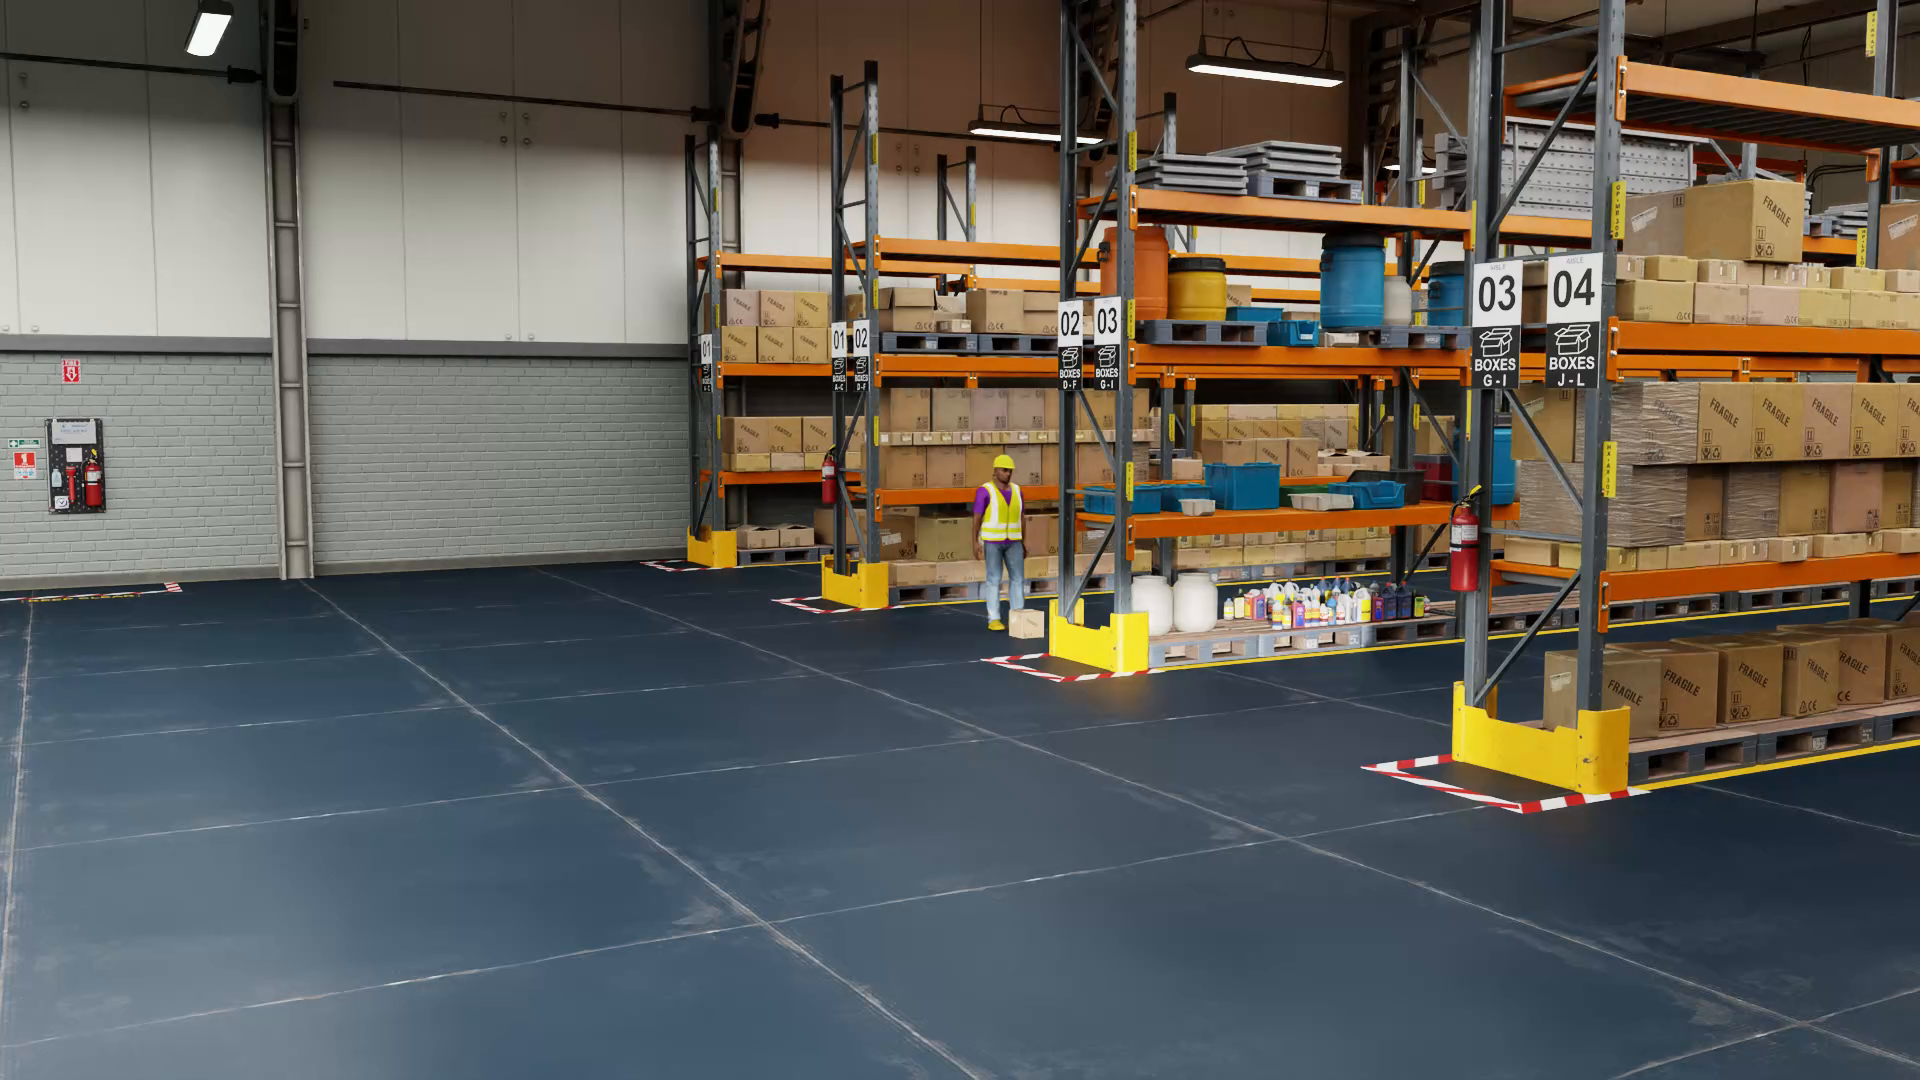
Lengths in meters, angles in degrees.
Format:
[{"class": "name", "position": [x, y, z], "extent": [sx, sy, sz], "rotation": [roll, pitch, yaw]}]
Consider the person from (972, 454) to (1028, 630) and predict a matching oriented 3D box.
[{"class": "person", "position": [0.434, 0.054, 16.690], "extent": [0.604, 1.820, 0.462], "rotation": [-2, 5, -23]}]
